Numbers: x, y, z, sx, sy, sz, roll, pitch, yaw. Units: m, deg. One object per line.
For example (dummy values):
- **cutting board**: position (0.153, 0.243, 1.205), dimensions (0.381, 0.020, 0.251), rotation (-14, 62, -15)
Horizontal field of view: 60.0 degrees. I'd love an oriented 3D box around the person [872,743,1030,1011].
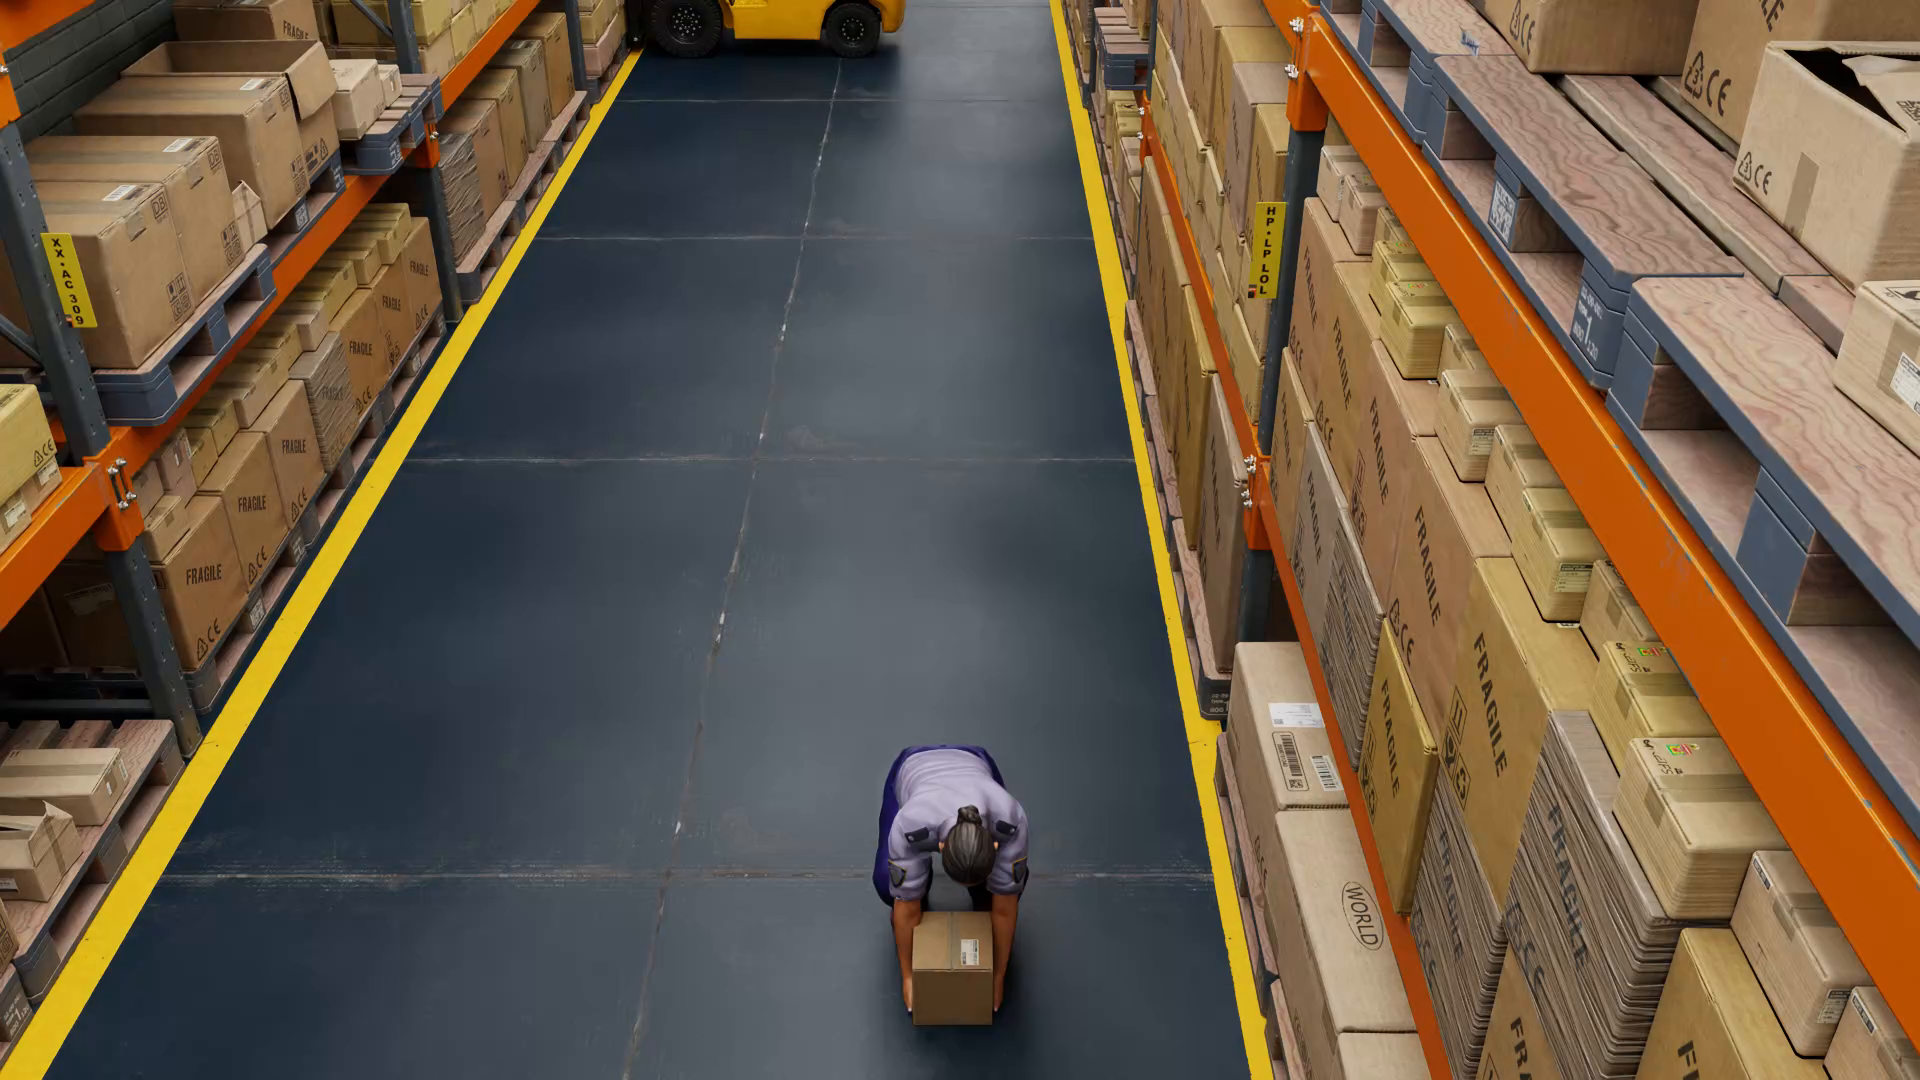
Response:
- **person**: position (-0.030, 1.049, 5.378), dimensions (0.504, 0.818, 0.754), rotation (-1, 32, -1)
